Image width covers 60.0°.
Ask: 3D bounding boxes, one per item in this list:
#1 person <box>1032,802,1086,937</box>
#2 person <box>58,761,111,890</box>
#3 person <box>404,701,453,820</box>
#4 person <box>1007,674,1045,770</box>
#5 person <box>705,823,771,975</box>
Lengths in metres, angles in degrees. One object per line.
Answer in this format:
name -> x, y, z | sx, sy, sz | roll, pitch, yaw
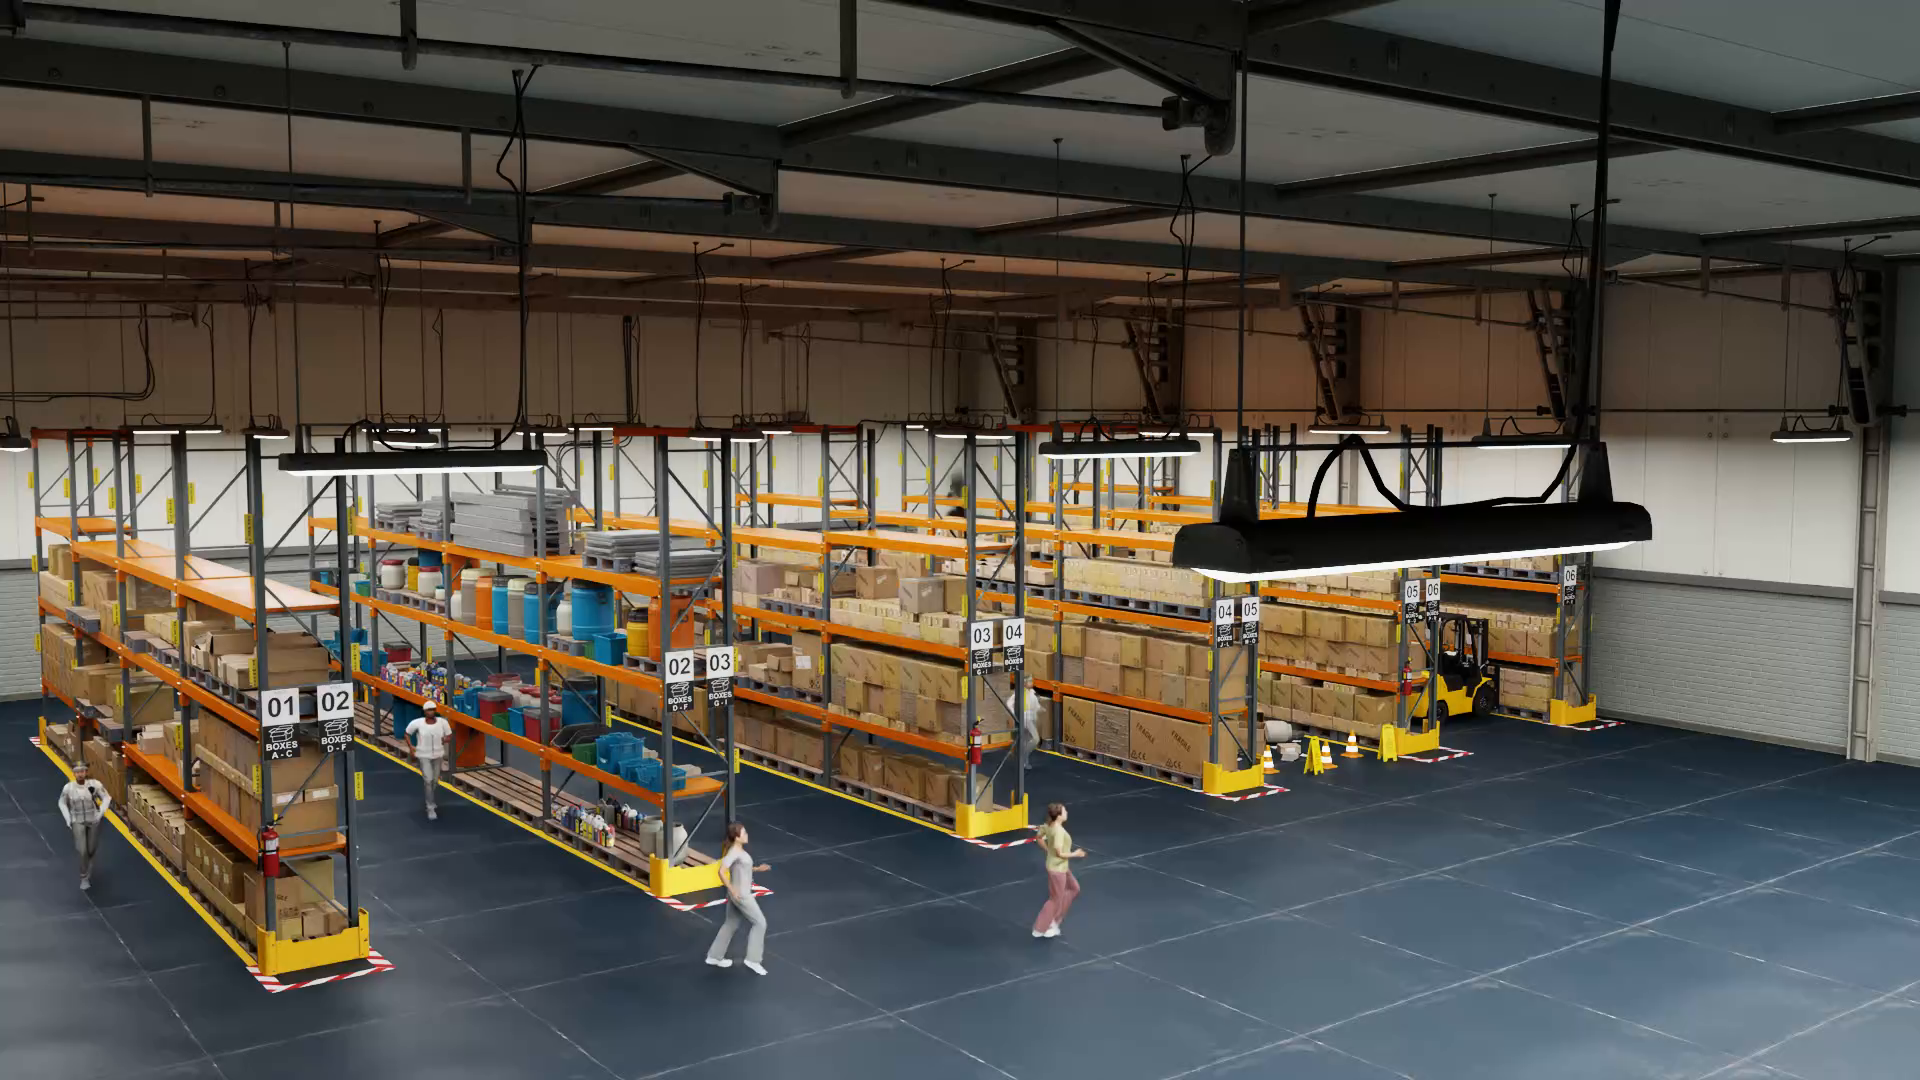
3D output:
person -> 1.175, 3.945, 19.859 | 0.635, 1.648, 0.554 | -1, 5, -8
person -> -11.671, 3.763, 22.200 | 0.628, 1.720, 0.704 | -2, 5, -27
person -> -8.254, 3.395, 25.952 | 0.687, 1.792, 0.827 | -3, 5, -34
person -> 1.211, 3.189, 29.269 | 0.666, 1.690, 0.582 | 3, 5, 34
person -> -2.487, 4.032, 18.649 | 0.750, 1.728, 0.537 | -1, 5, -13
